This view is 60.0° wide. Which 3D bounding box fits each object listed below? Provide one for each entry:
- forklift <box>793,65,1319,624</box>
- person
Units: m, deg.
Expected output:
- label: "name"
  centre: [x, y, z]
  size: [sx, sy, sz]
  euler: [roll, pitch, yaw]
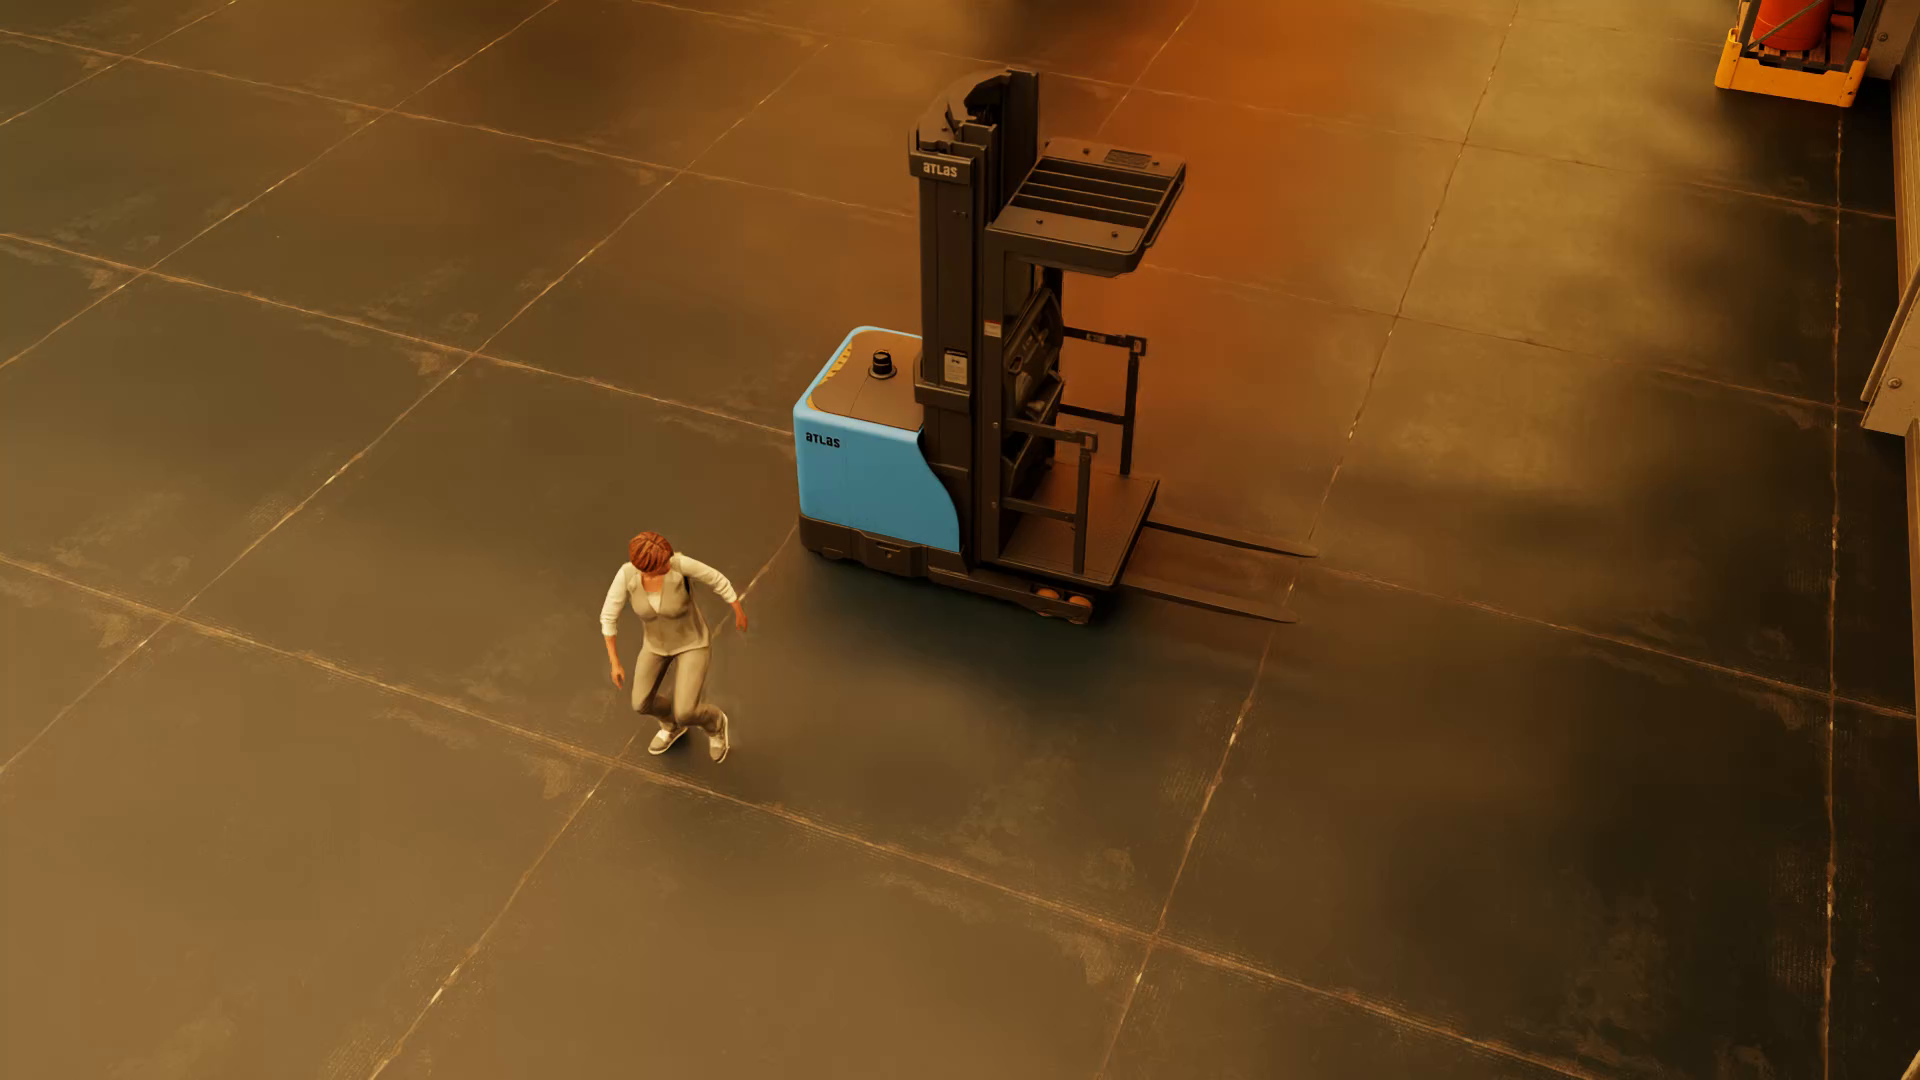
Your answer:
- label: "forklift"
  centre: [0.595, -1.019, 9.224]
  size: [3.031, 2.935, 1.130]
  euler: [13, 42, 15]
- label: "person"
  centre: [-1.467, 0.557, 8.455]
  size: [0.648, 1.514, 0.580]
  euler: [10, 41, 11]
